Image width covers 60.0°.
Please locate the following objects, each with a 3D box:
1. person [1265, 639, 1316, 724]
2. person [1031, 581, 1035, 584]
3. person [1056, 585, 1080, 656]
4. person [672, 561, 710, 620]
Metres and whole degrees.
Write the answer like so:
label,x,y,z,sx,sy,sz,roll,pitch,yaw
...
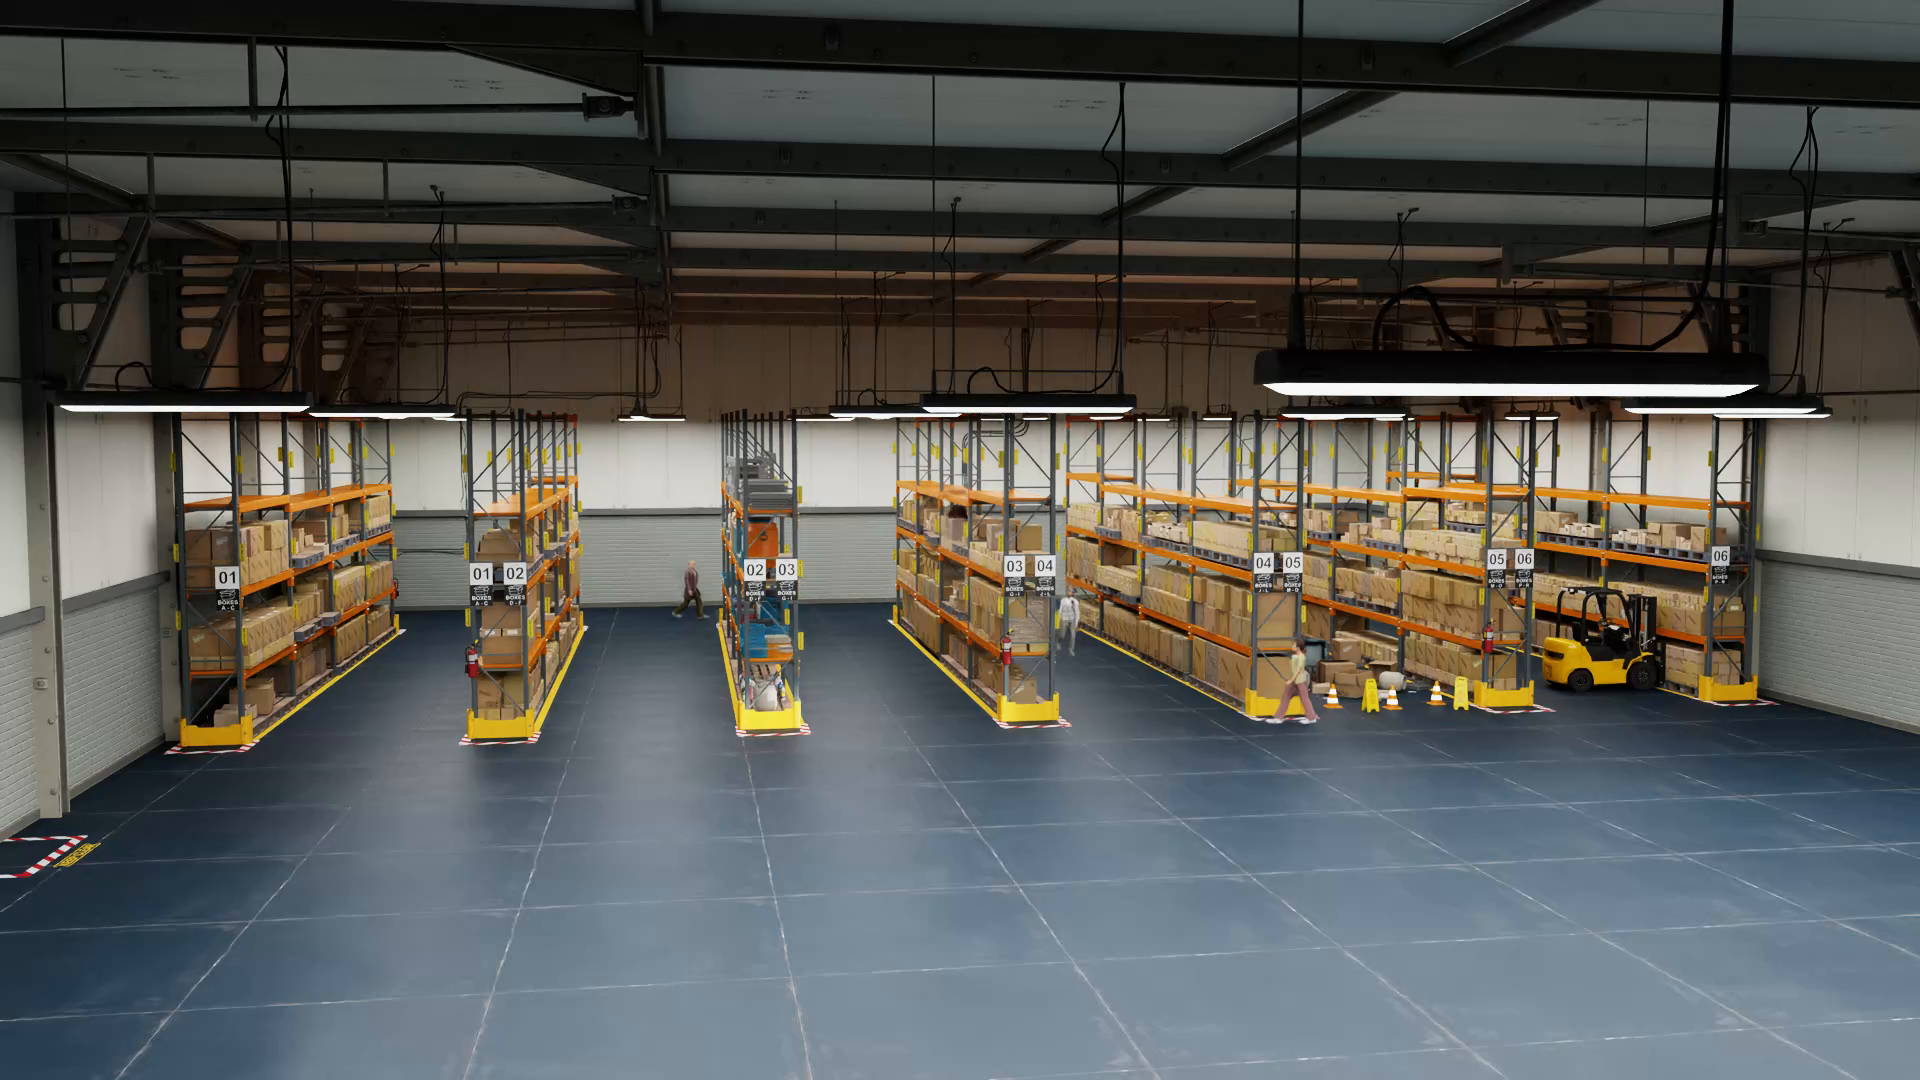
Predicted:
label,x,y,z,sx,sy,sz,roll,pitch,yaw
person,6.381,2.698,31.519,0.833,1.602,0.454,-1,4,-18
person,2.228,1.290,50.926,0.588,1.739,1.060,1,4,14
person,2.559,1.904,39.581,0.527,1.653,0.707,-1,4,-13
person,-7.889,1.465,48.692,1.109,1.734,0.713,1,4,13
